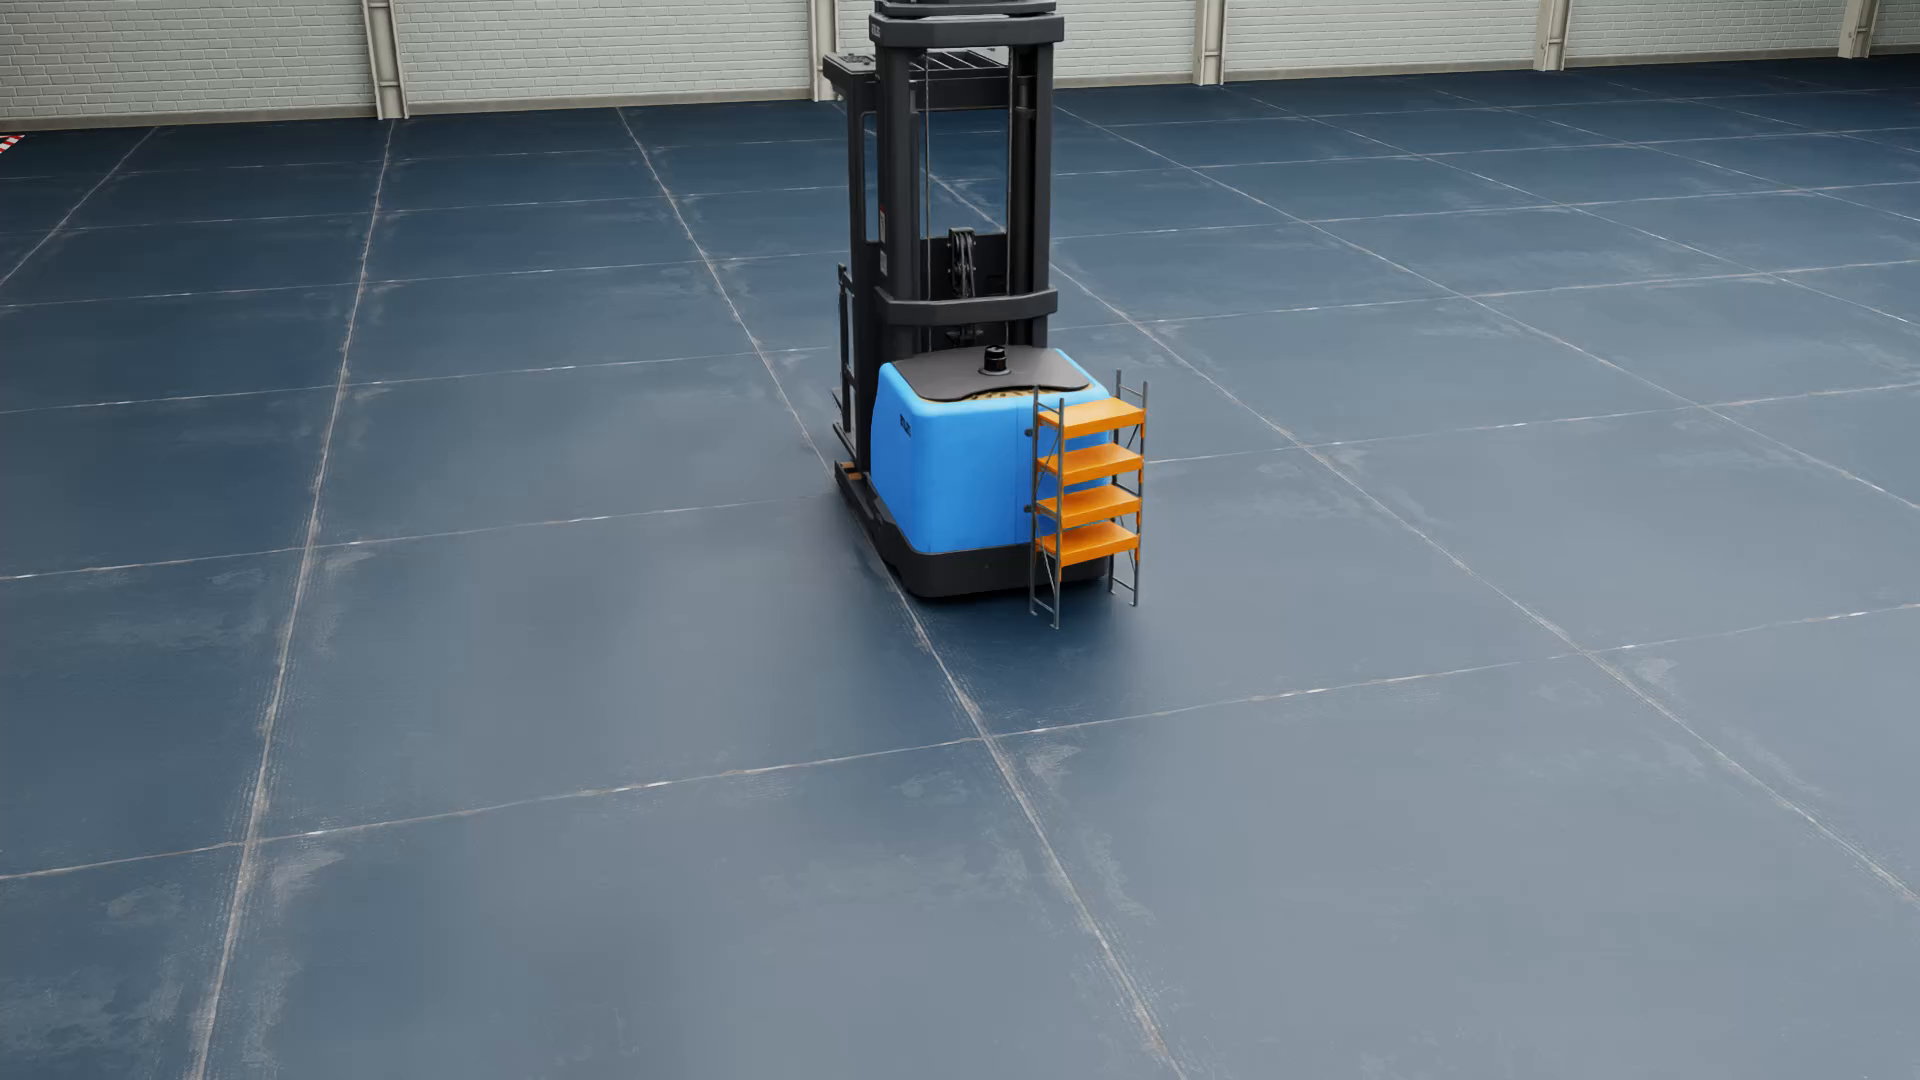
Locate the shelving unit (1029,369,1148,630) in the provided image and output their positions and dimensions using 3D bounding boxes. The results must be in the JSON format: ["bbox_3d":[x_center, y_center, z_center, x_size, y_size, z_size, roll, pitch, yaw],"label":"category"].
[{"bbox_3d":[0.628,-0.198,8.191,0.503,1.200,0.258,-13,27,-28],"label":"shelving unit"}]

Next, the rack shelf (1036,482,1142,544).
[{"bbox_3d":[0.628,-0.137,8.217,0.480,0.148,0.258,-13,27,-28],"label":"rack shelf"}]

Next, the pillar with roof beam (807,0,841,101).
[{"bbox_3d":[-0.790,-8.912,18.607,0.400,9.000,9.100,-6,24,-14],"label":"pillar with roof beam"}]

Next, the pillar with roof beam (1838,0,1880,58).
[{"bbox_3d":[16.541,-10.829,23.075,0.400,9.000,9.100,-6,24,-14],"label":"pillar with roof beam"}]

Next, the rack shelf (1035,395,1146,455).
[{"bbox_3d":[0.628,-0.560,8.036,0.480,0.148,0.258,-13,27,-28],"label":"rack shelf"}]

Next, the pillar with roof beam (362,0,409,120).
[{"bbox_3d":[-6.567,-8.273,17.118,0.400,9.000,9.100,-6,24,-14],"label":"pillar with roof beam"}]

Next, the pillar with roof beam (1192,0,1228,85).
[{"bbox_3d":[4.987,-9.551,20.097,0.400,9.000,9.100,-6,24,-14],"label":"pillar with roof beam"}]

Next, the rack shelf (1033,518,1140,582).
[{"bbox_3d":[0.628,0.046,8.296,0.480,0.148,0.258,-13,27,-28],"label":"rack shelf"}]

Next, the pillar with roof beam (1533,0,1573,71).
[{"bbox_3d":[10.764,-10.190,21.586,0.400,9.000,9.100,-6,24,-14],"label":"pillar with roof beam"}]

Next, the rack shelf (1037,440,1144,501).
[{"bbox_3d":[0.628,-0.342,8.129,0.480,0.148,0.258,-13,27,-28],"label":"rack shelf"}]

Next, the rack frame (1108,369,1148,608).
[{"bbox_3d":[0.837,-0.248,8.307,0.015,1.200,0.240,-13,27,-28],"label":"rack frame"}]

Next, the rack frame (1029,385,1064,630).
[{"bbox_3d":[0.419,-0.149,8.075,0.015,1.200,0.240,-13,27,-28],"label":"rack frame"}]

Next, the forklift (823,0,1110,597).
[{"bbox_3d":[-0.119,-1.611,9.287,1.130,2.935,3.031,-6,24,-14],"label":"forklift"}]
